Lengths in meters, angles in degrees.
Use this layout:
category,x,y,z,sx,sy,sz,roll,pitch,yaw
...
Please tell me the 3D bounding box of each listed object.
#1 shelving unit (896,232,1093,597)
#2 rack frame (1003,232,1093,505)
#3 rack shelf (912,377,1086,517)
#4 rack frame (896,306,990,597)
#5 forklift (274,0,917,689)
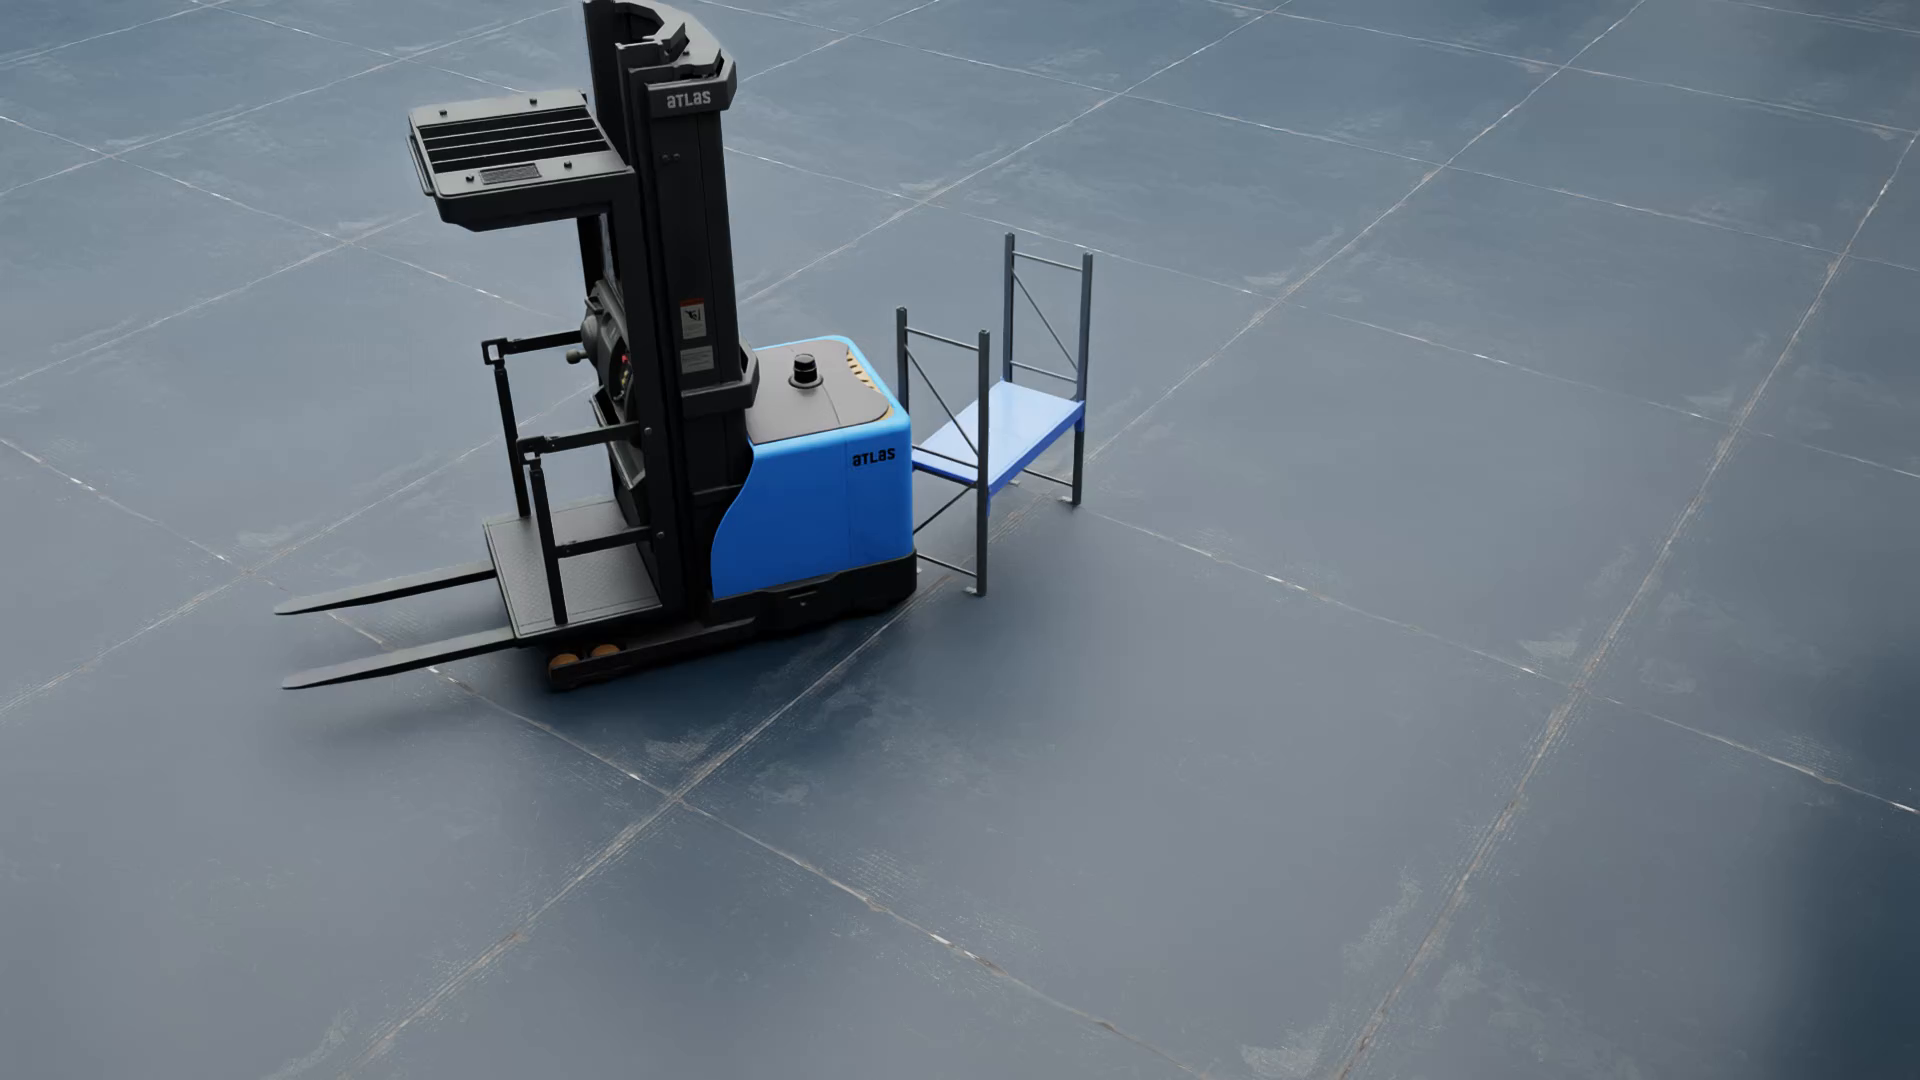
category,x,y,z,sx,sy,sz,roll,pitch,yaw
shelving unit,0.185,-0.652,8.551,0.538,1.500,1.048,19,38,26
rack frame,0.452,-0.894,8.909,0.500,1.500,0.032,19,38,26
rack shelf,0.185,-0.503,8.652,0.538,0.185,1.000,19,38,26
rack frame,-0.083,-0.410,8.193,0.500,1.500,0.032,19,38,26
forklift,-1.788,-0.845,7.558,3.031,2.935,1.130,-13,36,-18
